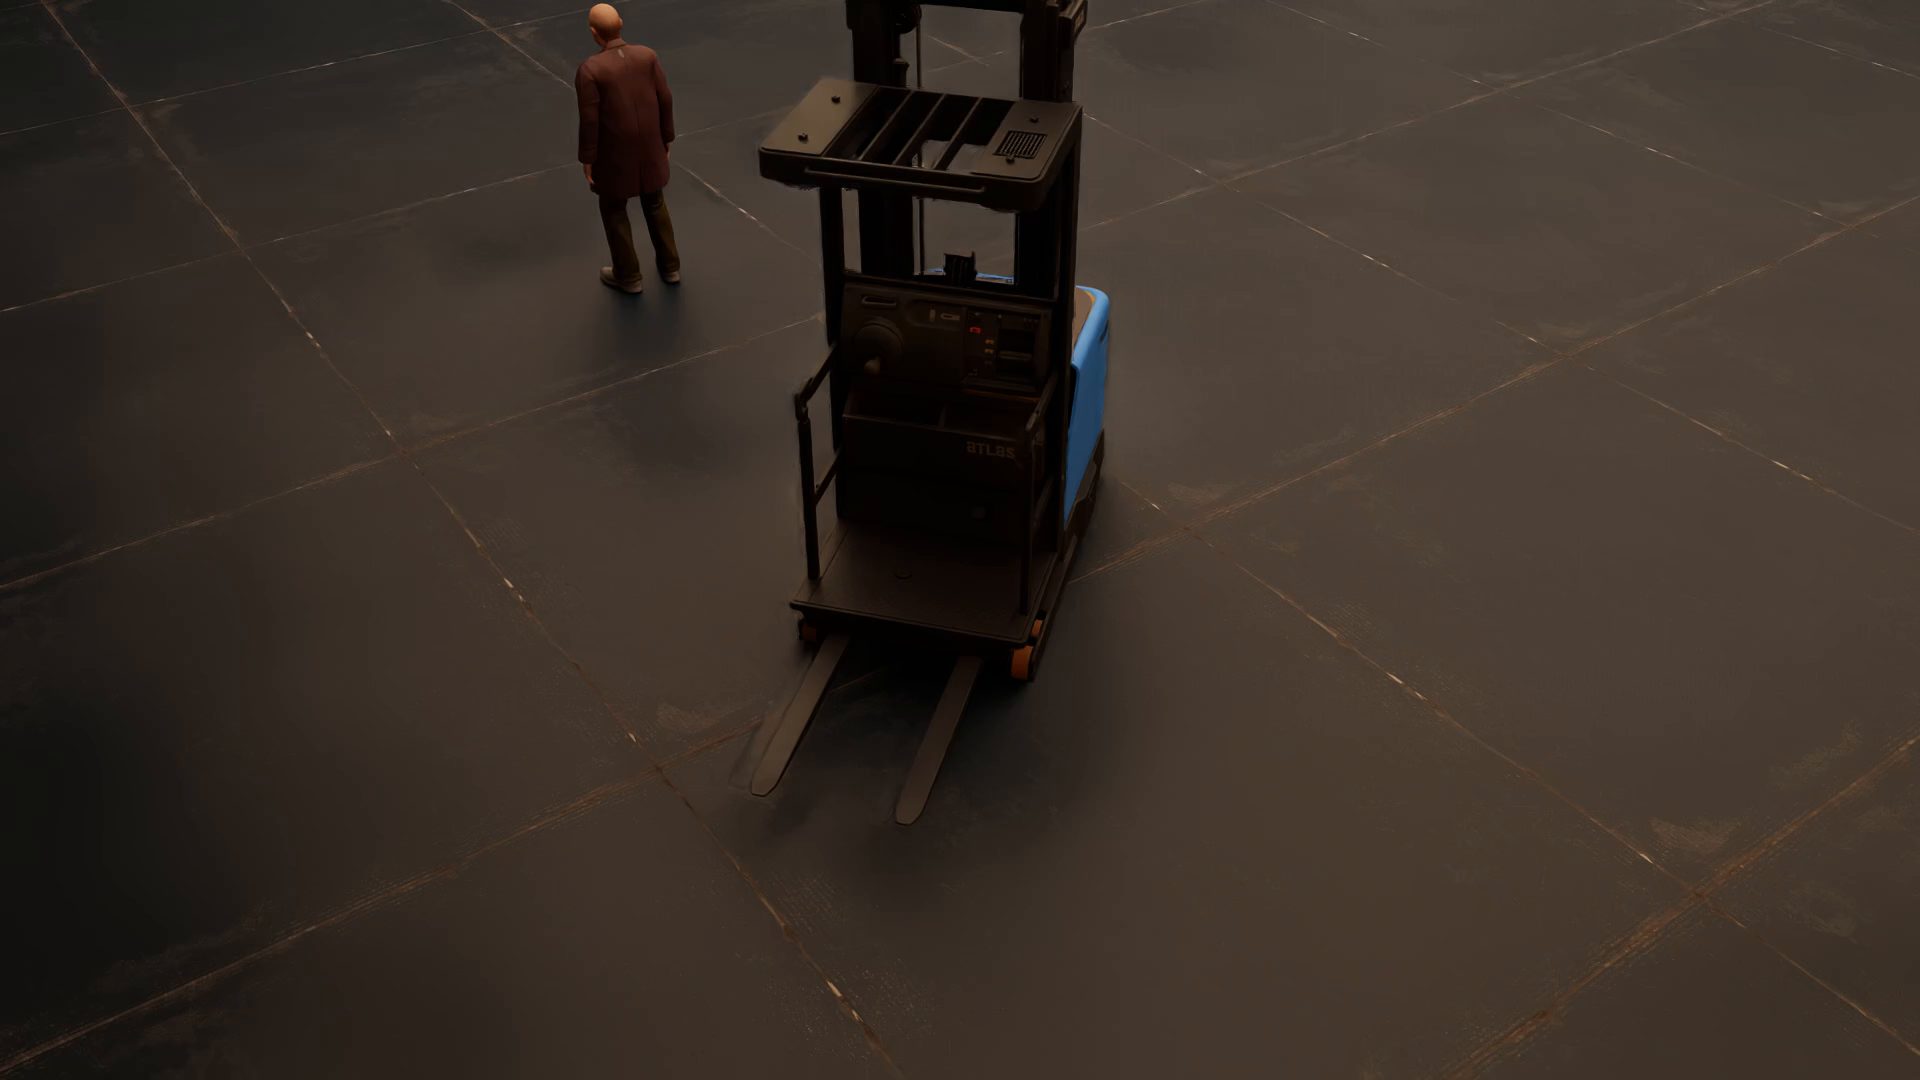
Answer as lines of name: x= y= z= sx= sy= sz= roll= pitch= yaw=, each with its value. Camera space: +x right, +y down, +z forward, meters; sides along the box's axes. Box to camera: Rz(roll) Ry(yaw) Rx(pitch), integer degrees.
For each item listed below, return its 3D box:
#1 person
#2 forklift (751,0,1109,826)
person: x=-2.032 y=-2.374 z=10.131 sx=0.644 sy=1.774 sz=0.437 roll=-23 pitch=42 yaw=-28
forklift: x=-0.120 y=-0.800 z=7.026 sx=1.130 sy=2.935 sz=3.031 roll=9 pitch=37 yaw=12
